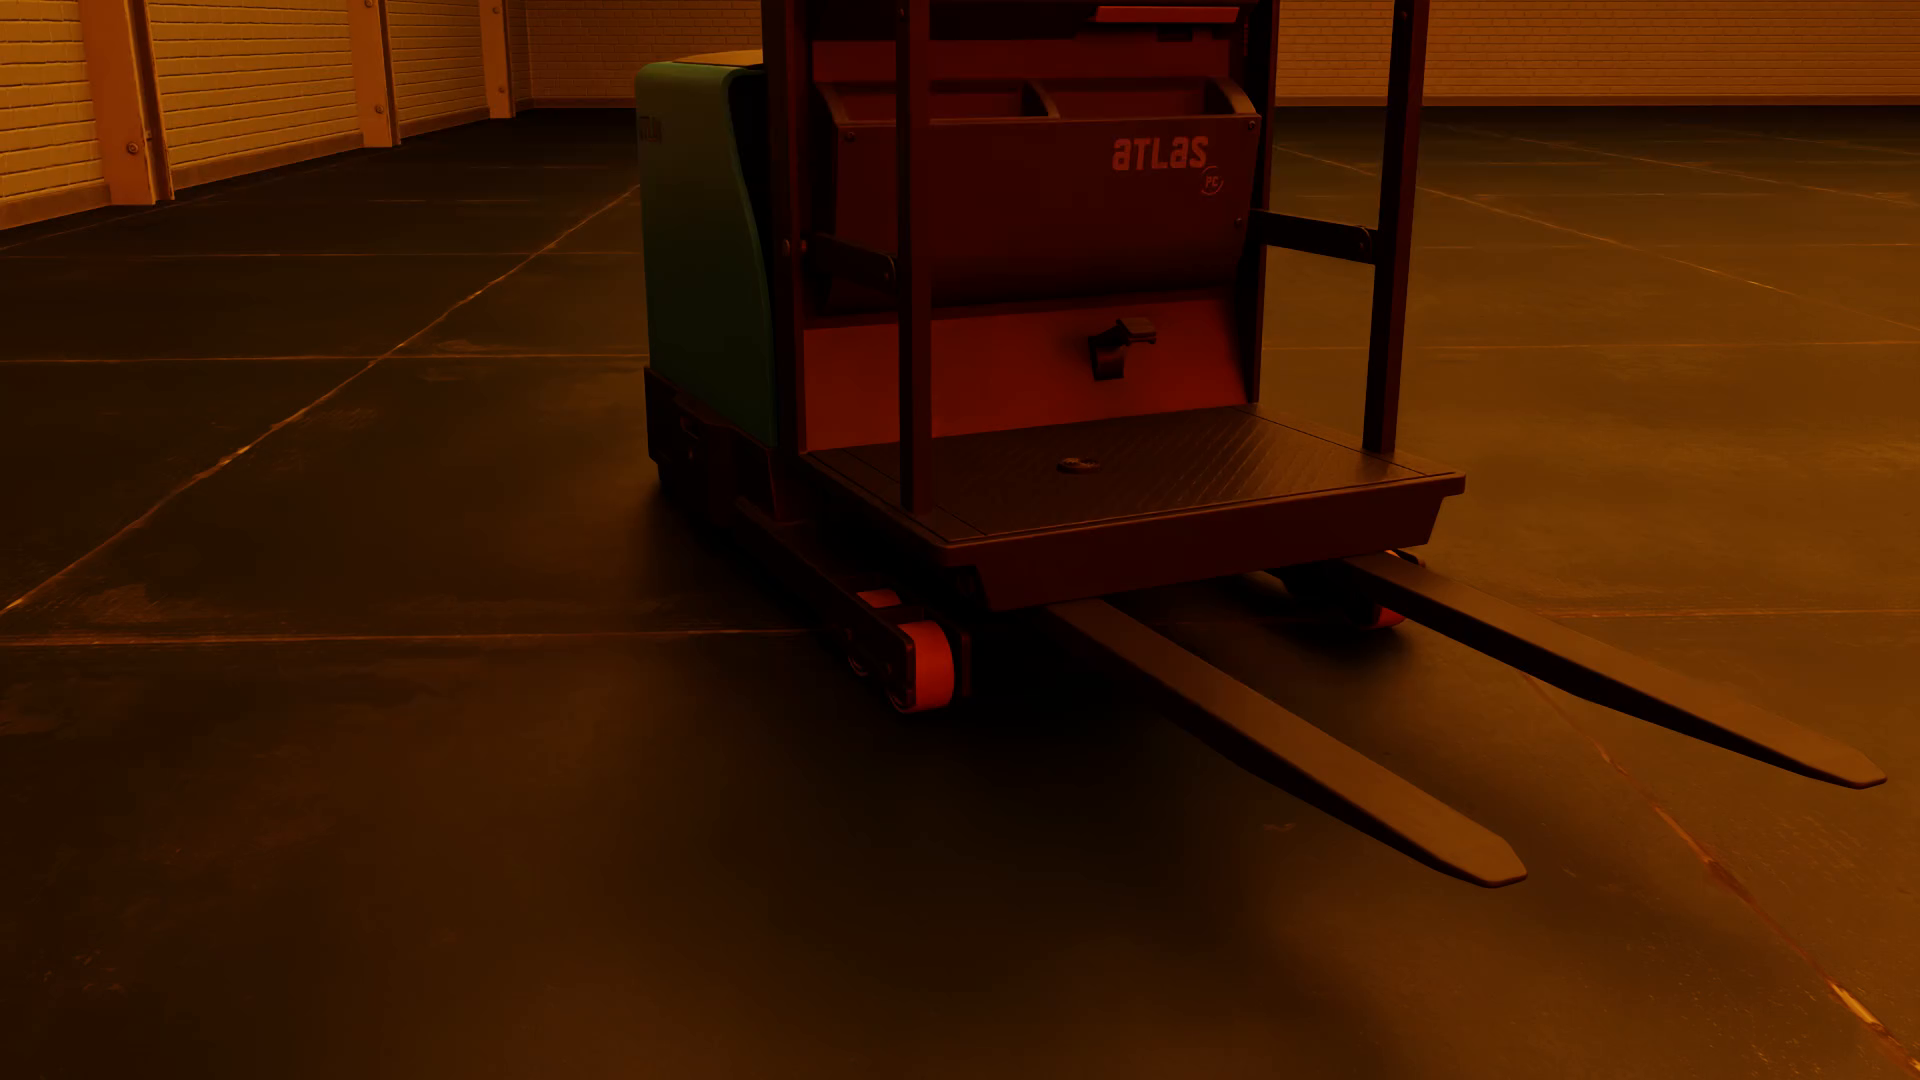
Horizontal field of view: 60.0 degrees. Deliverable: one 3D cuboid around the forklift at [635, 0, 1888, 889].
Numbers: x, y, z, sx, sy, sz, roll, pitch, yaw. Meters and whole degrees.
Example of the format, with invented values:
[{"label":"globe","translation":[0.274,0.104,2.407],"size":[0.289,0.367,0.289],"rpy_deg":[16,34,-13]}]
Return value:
[{"label":"forklift","translation":[0.258,-1.240,2.962],"size":[1.130,2.935,3.031],"rpy_deg":[-8,19,-24]}]
